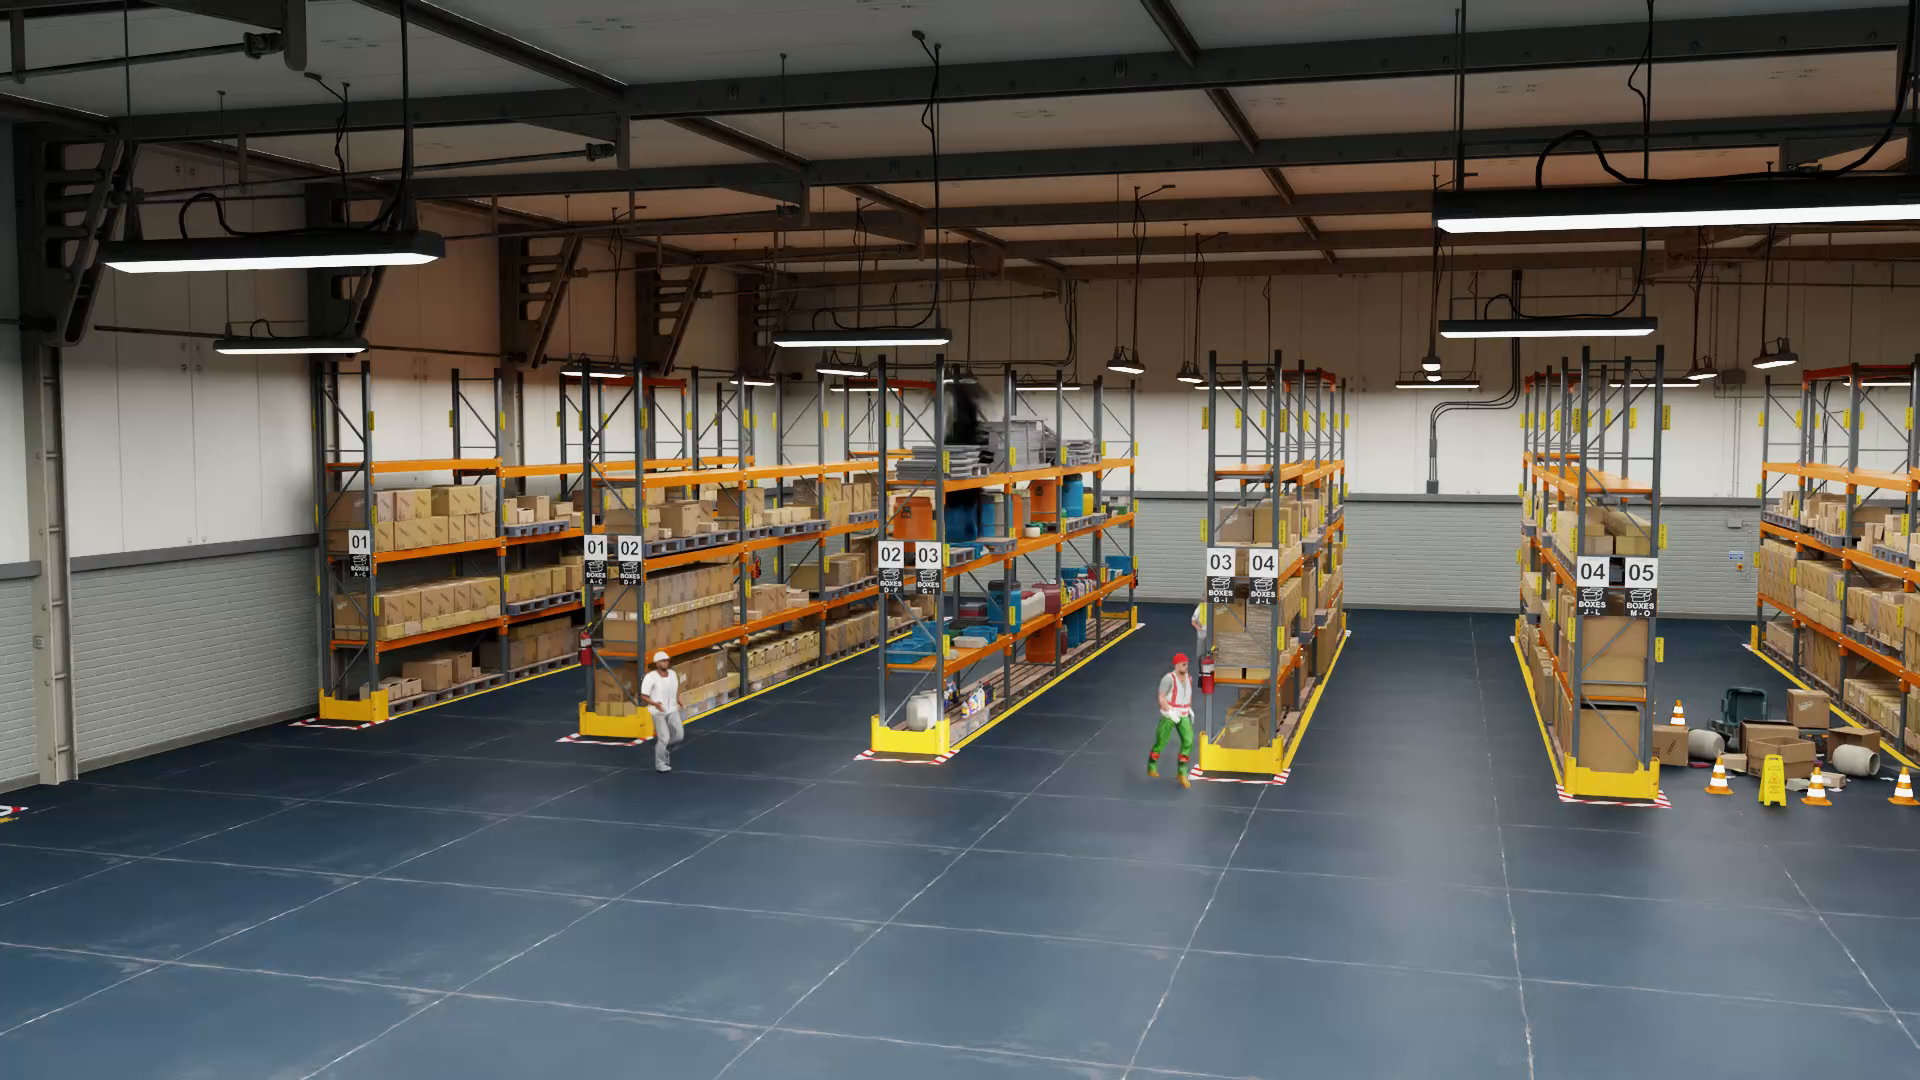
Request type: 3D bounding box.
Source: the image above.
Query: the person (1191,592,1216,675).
[{"bbox_3d":[4.781,1.846,31.957,0.674,1.740,0.782,1,4,13],"label":"person"}]

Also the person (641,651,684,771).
[{"bbox_3d":[-4.196,2.443,23.678,0.674,1.721,0.562,-4,6,-44],"label":"person"}]

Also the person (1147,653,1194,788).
[{"bbox_3d":[2.982,2.456,22.934,0.638,1.818,0.721,-2,5,-27],"label":"person"}]
